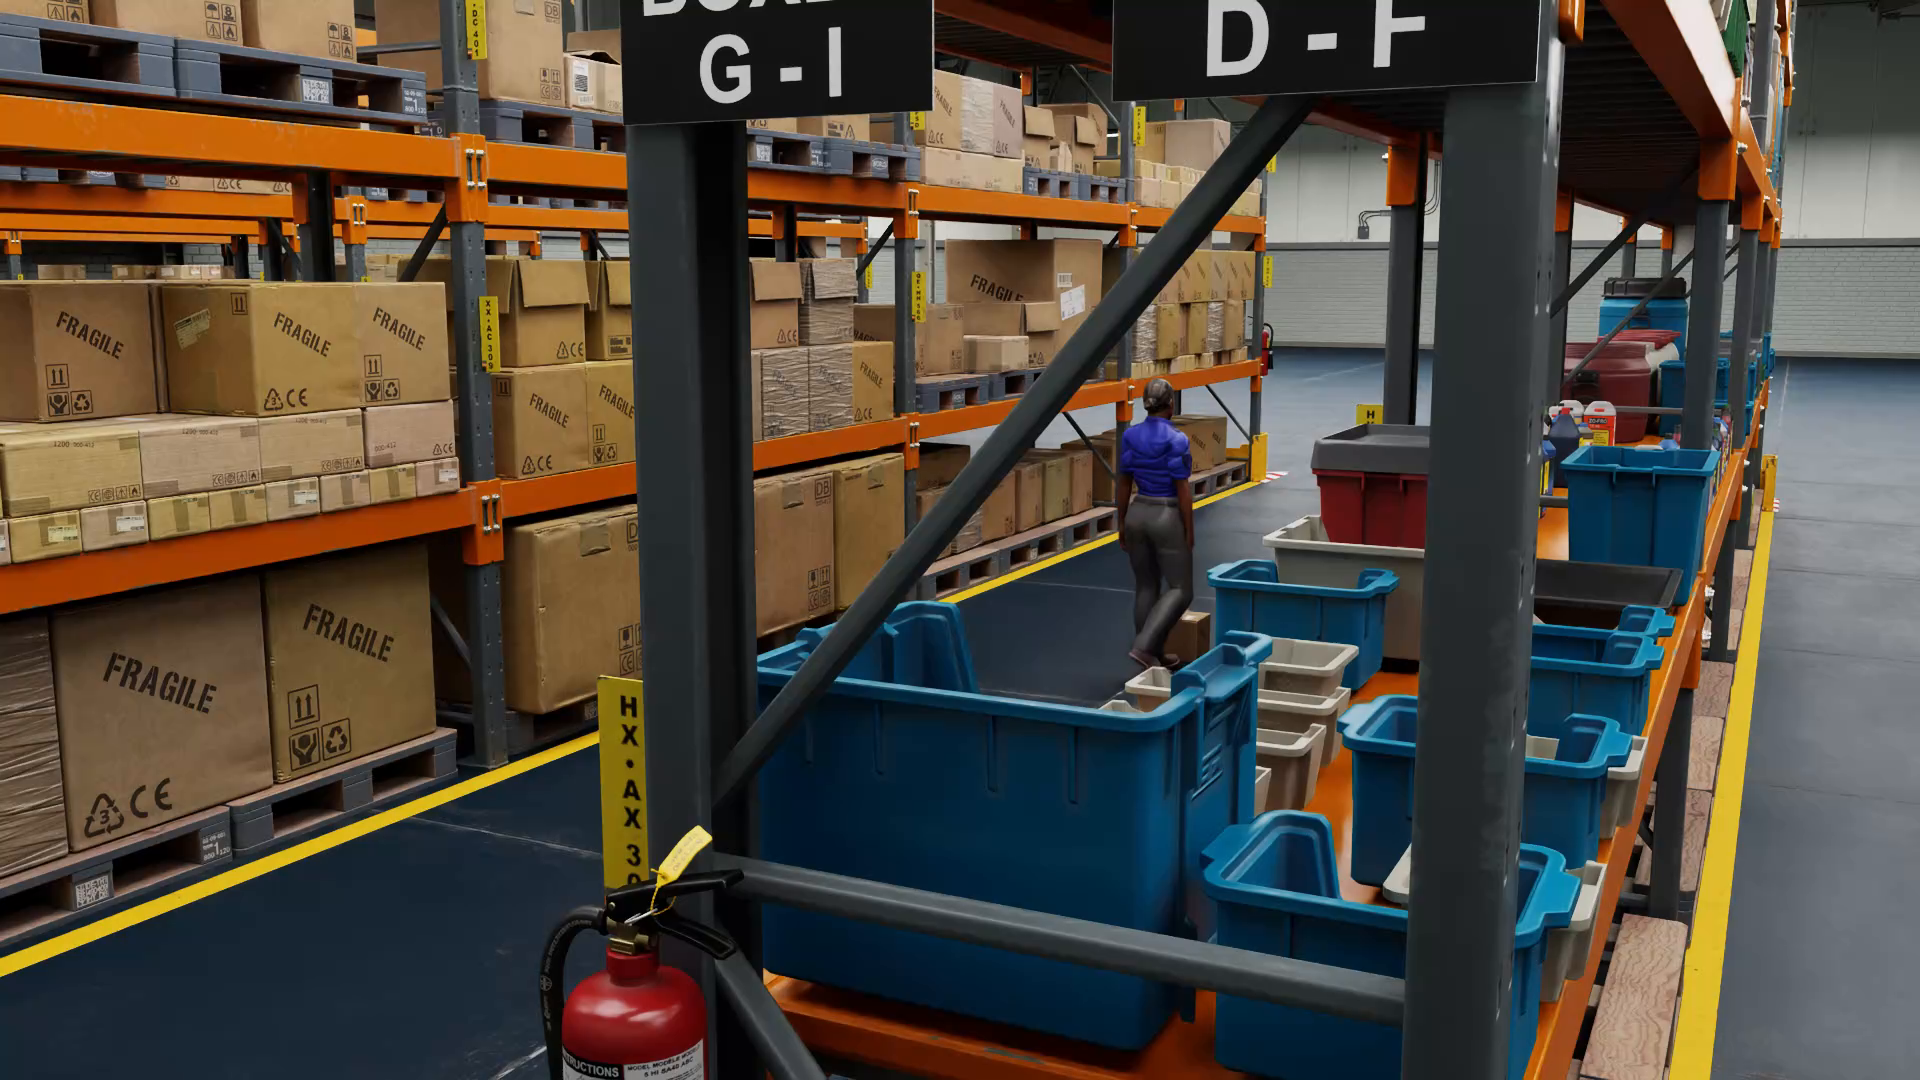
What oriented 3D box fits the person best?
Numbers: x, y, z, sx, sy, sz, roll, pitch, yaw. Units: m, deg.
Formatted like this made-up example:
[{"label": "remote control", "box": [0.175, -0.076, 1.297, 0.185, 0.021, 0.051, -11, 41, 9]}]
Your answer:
[{"label": "person", "box": [1.068, -0.068, 9.211, 0.462, 1.652, 0.585, 8, 12, 42]}]
